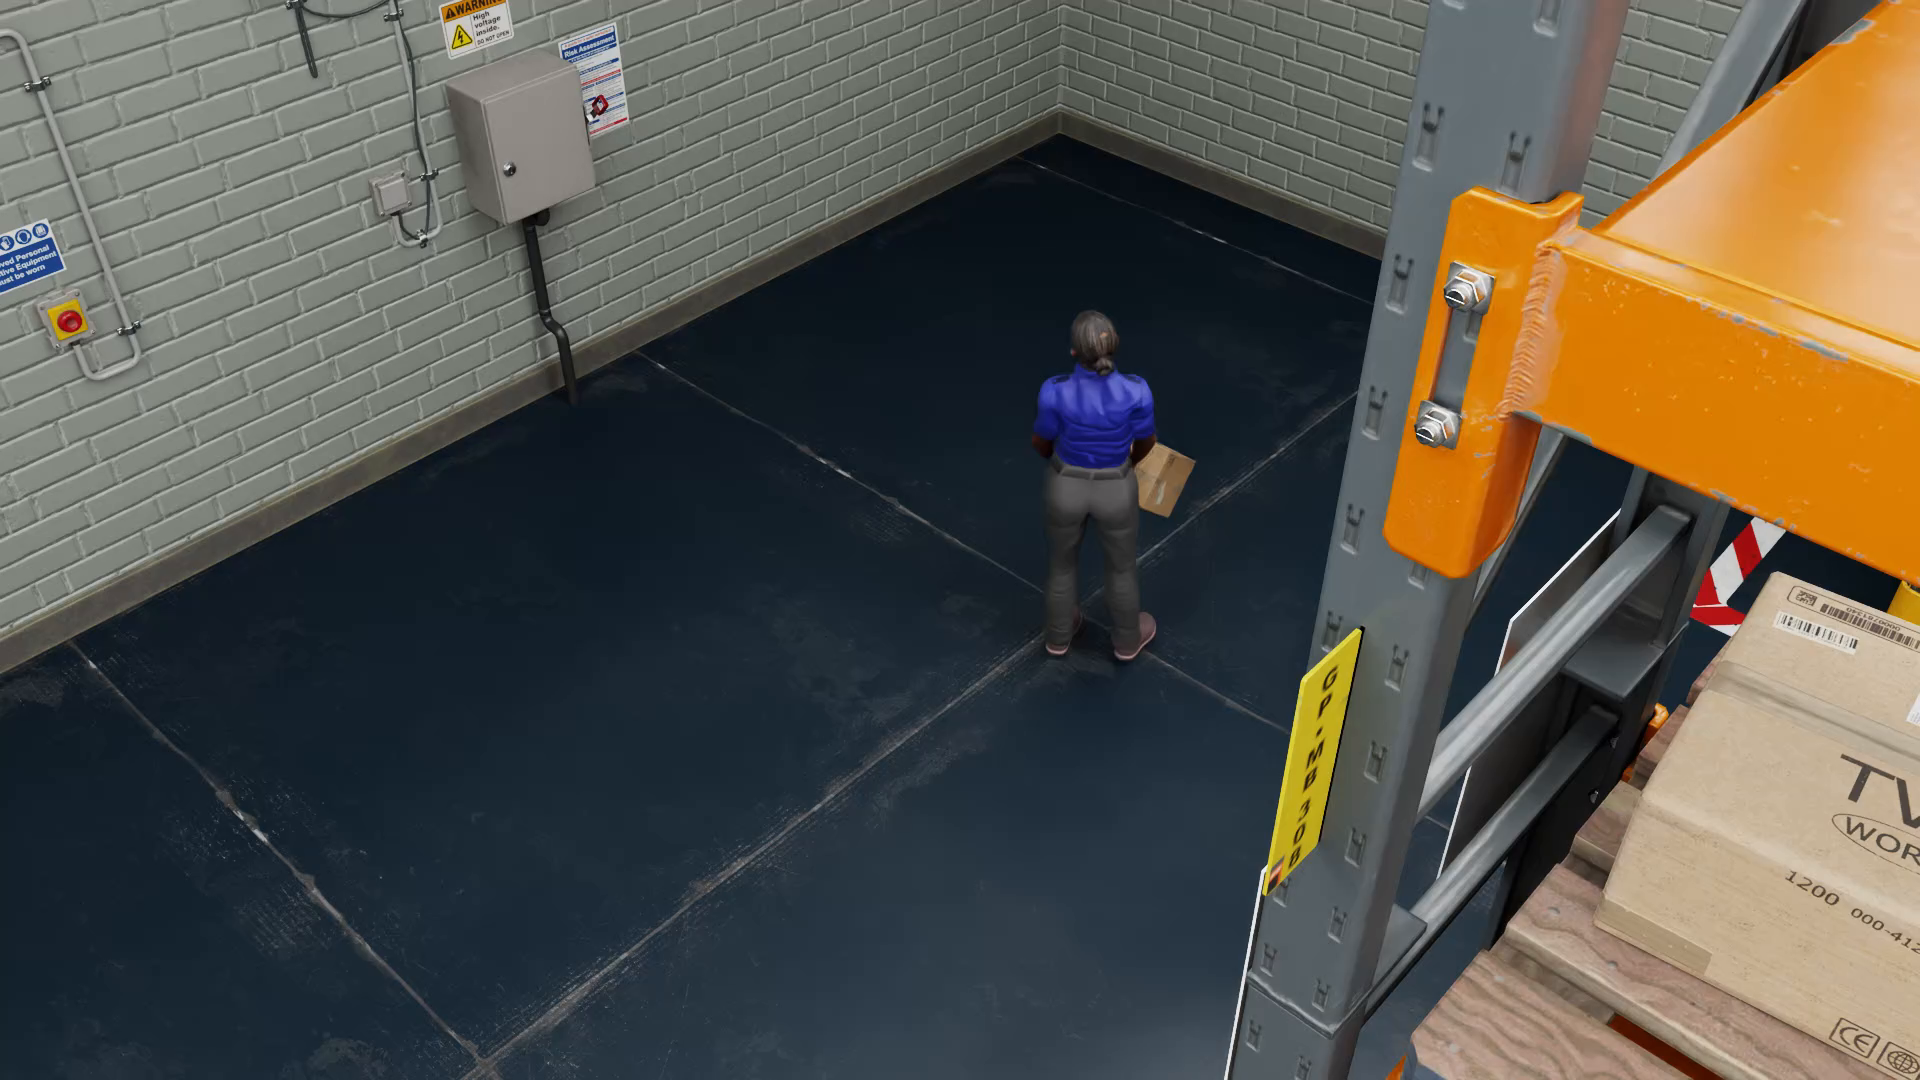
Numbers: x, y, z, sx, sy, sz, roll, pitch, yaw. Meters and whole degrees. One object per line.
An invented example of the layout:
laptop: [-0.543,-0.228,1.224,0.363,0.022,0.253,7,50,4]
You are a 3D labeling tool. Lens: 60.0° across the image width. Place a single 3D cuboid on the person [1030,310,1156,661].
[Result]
person: [0.540,-0.204,6.386,0.554,1.661,0.420,1,40,2]
